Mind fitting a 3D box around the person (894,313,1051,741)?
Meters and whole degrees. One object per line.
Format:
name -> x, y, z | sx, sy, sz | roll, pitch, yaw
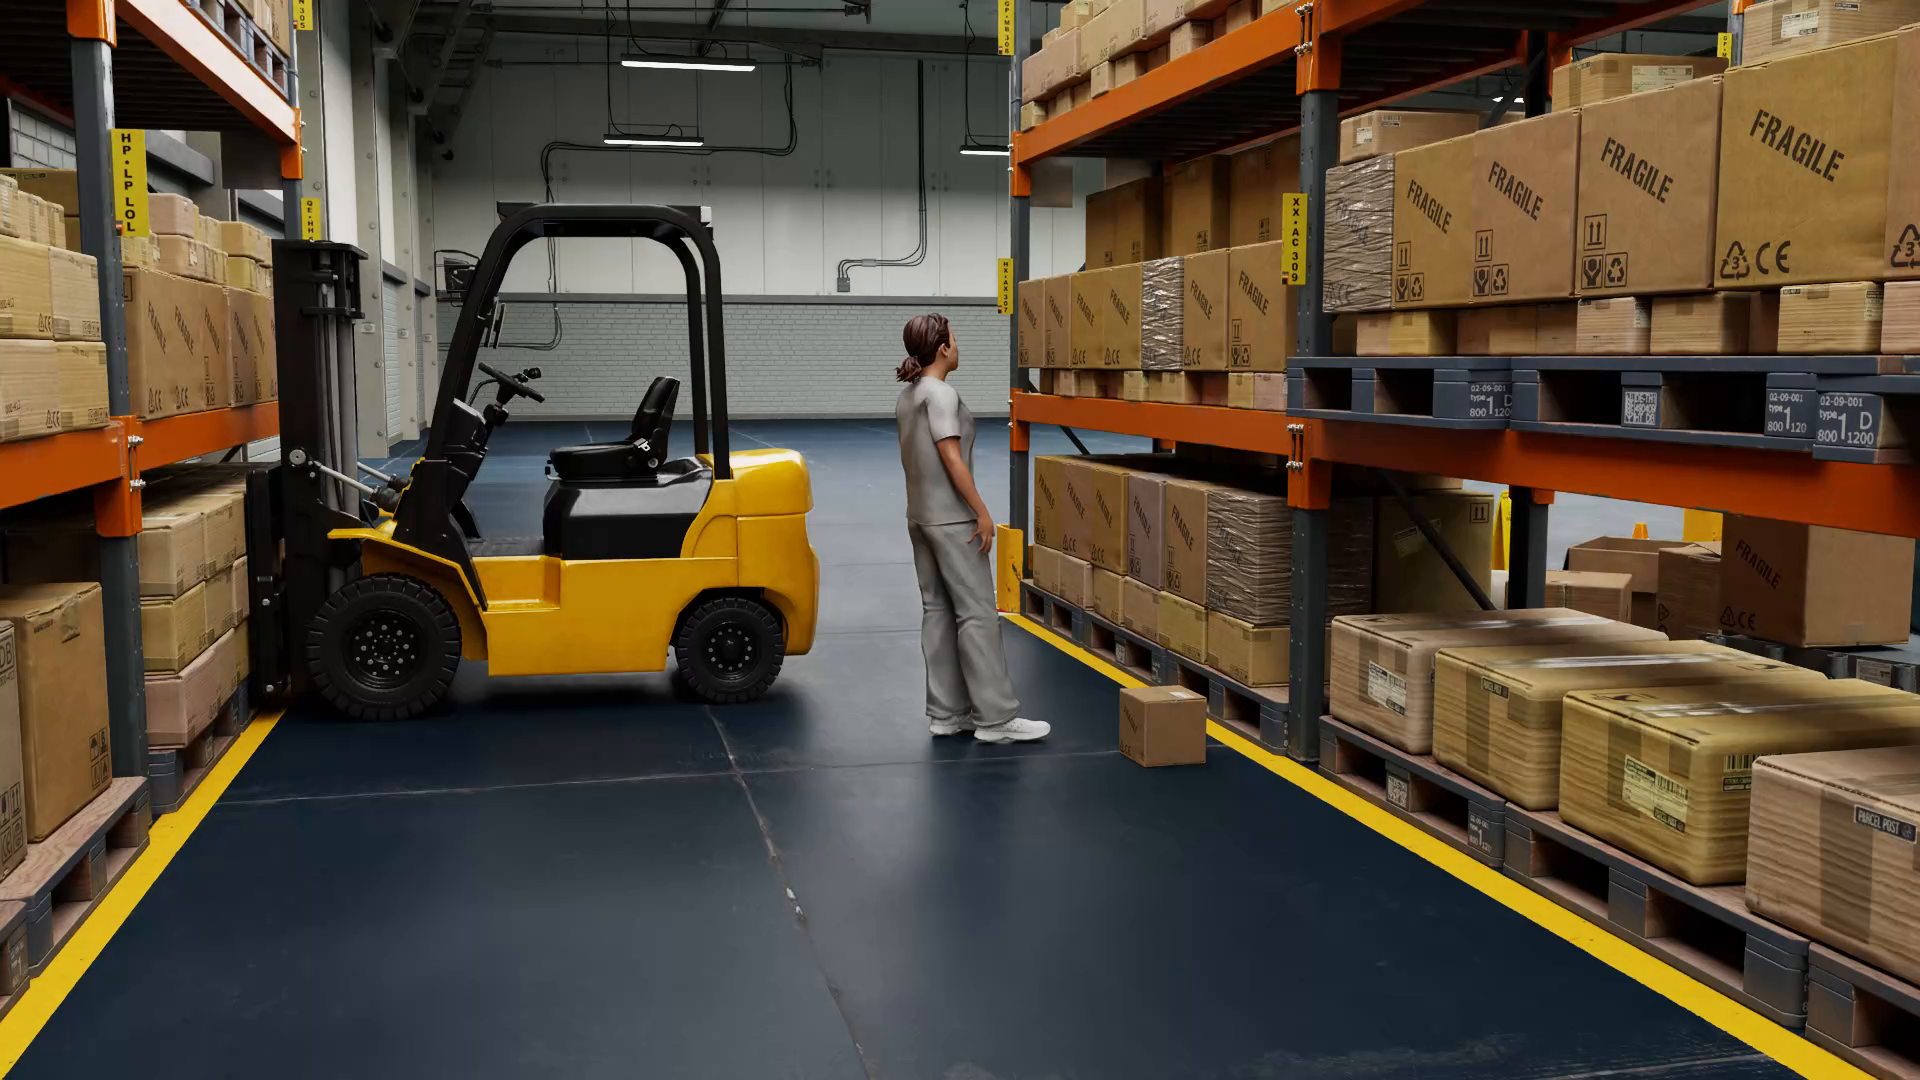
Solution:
person -> 0.010, -0.060, 6.610 | 0.548, 1.673, 0.549 | -3, 7, -25
